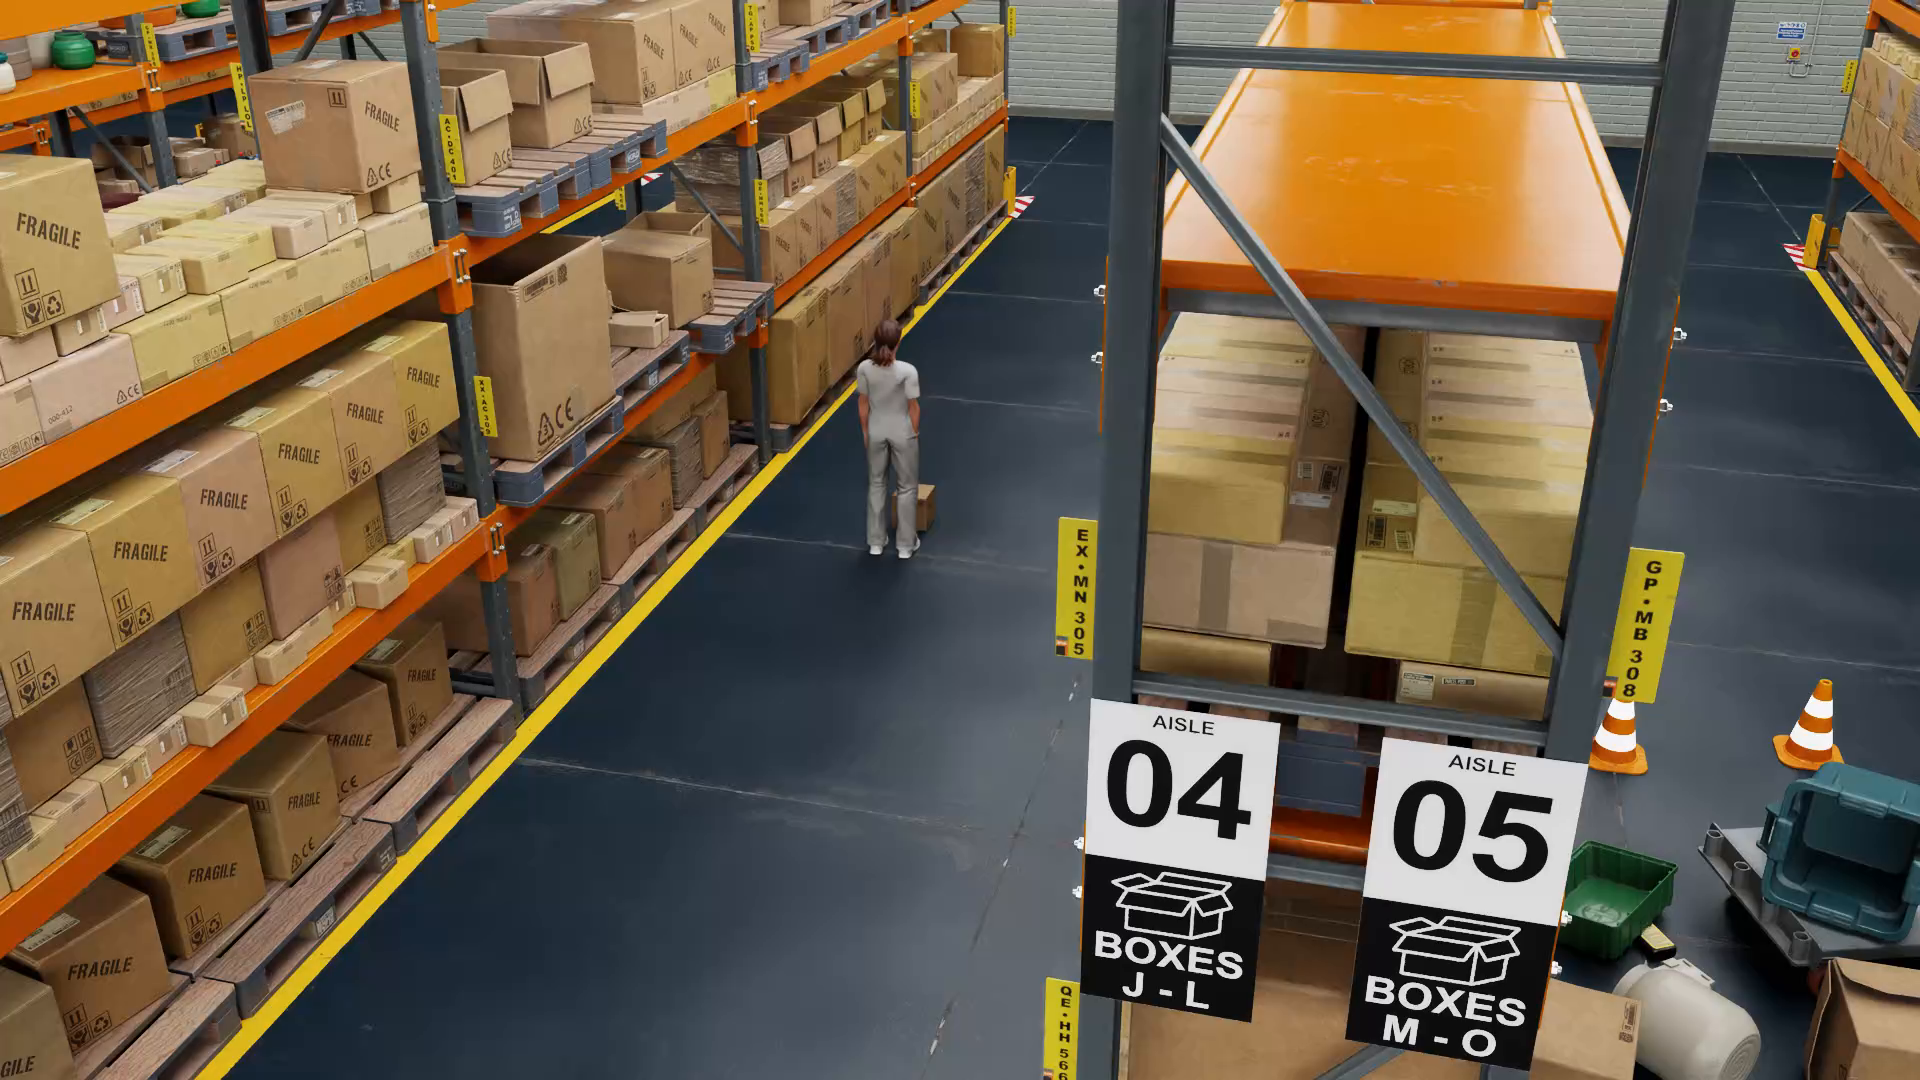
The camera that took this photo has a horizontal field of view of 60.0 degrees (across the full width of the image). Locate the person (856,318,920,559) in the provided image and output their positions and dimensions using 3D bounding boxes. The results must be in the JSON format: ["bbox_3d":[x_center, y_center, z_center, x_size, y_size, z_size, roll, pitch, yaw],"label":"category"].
[{"bbox_3d":[-0.469,-0.680,11.138,0.437,1.671,0.363,7,26,14],"label":"person"}]
